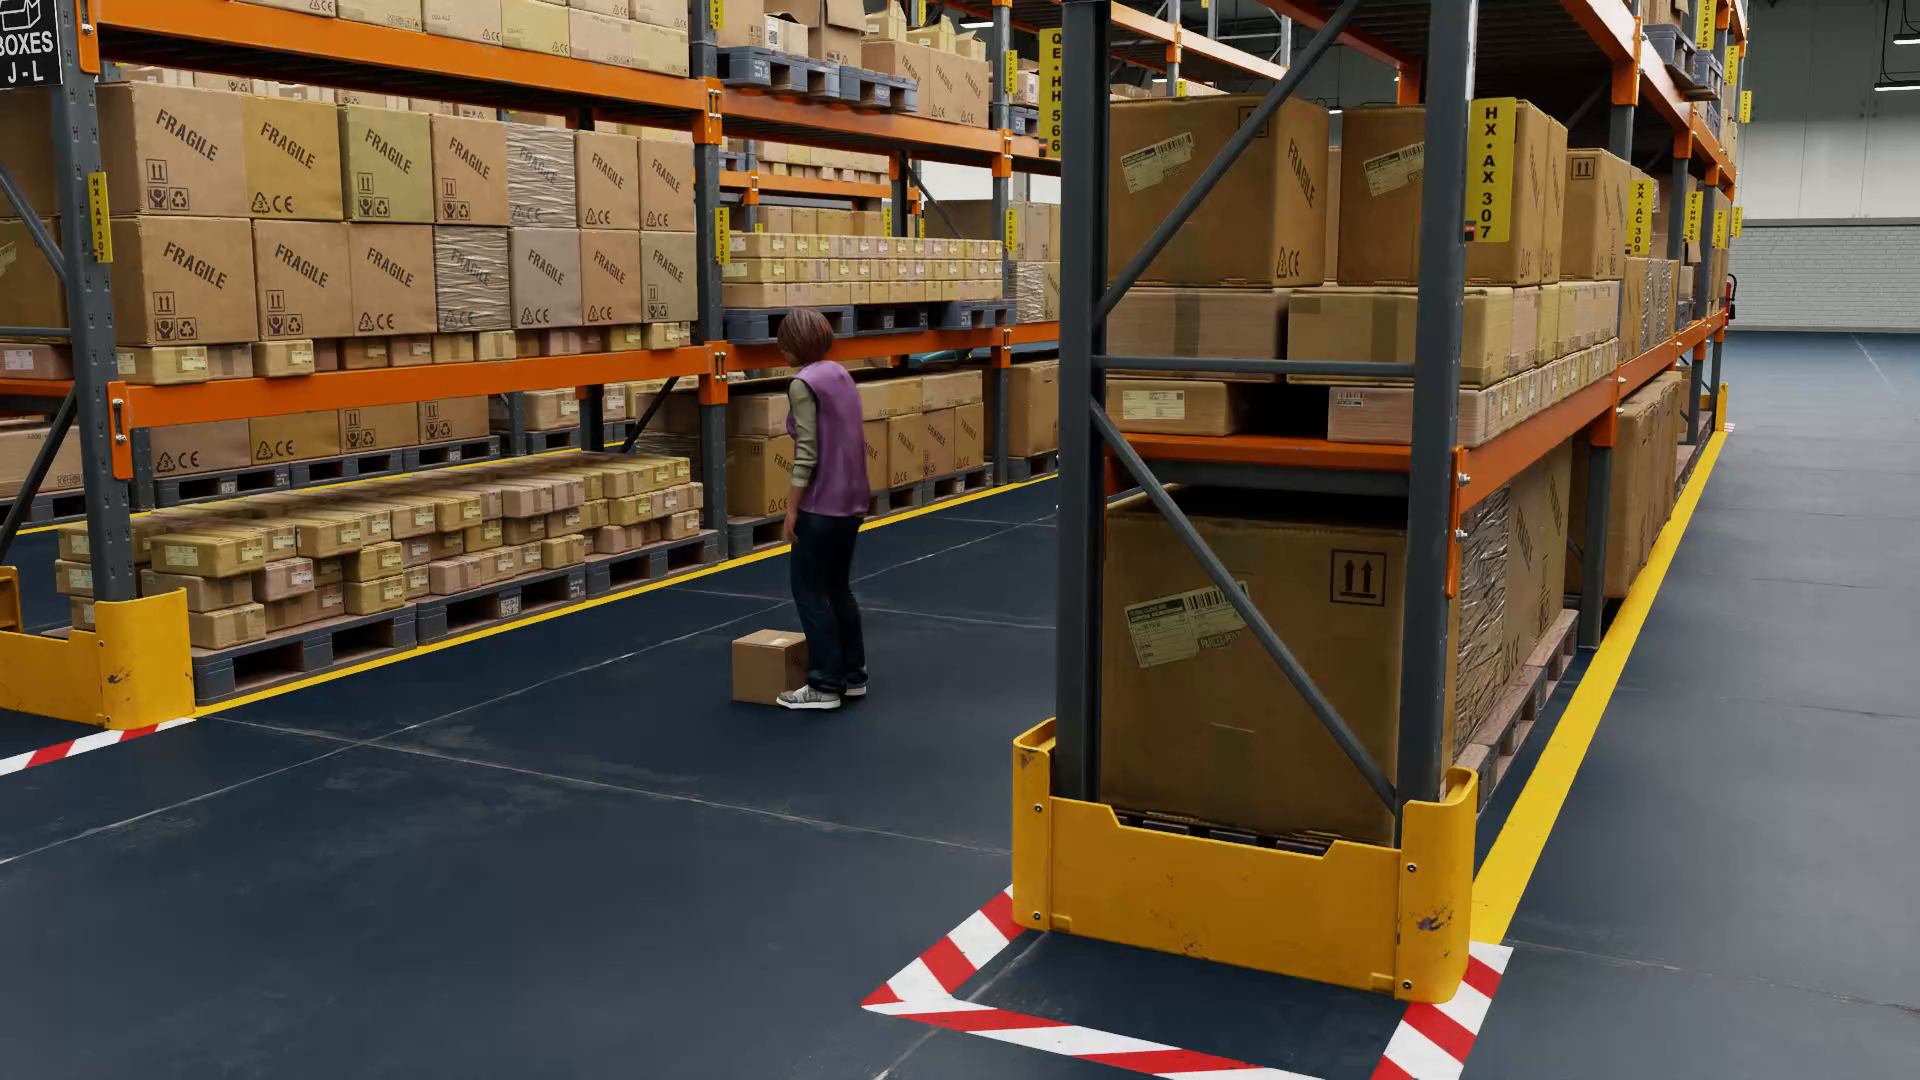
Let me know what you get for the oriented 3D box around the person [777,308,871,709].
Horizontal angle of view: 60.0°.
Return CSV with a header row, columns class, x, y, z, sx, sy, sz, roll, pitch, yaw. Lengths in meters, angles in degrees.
class,x,y,z,sx,sy,sz,roll,pitch,yaw
person,-0.545,-0.121,6.652,0.348,1.592,0.465,5,10,26
